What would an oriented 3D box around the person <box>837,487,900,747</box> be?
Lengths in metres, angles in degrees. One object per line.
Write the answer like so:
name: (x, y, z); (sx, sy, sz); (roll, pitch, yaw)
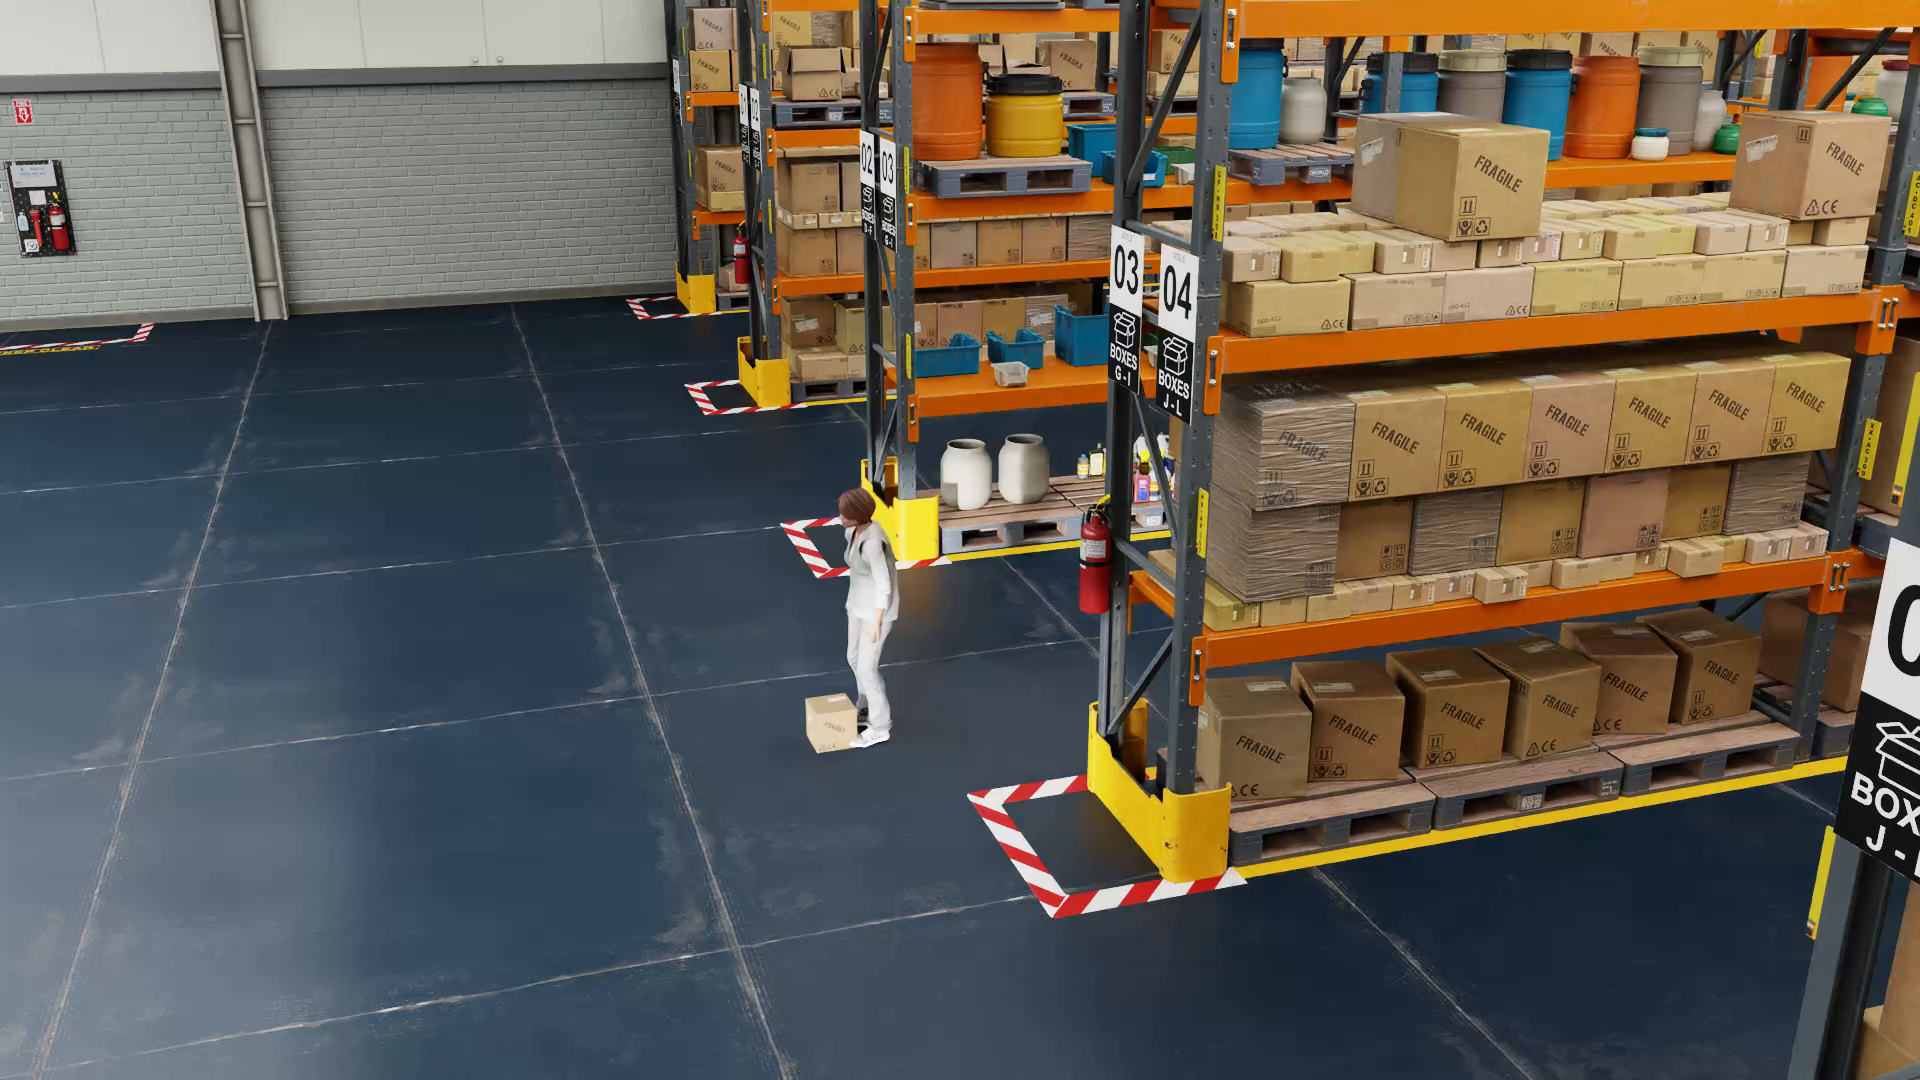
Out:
person: (-0.549, 0.444, 9.853); (0.345, 1.580, 0.476); (-7, 21, -20)
